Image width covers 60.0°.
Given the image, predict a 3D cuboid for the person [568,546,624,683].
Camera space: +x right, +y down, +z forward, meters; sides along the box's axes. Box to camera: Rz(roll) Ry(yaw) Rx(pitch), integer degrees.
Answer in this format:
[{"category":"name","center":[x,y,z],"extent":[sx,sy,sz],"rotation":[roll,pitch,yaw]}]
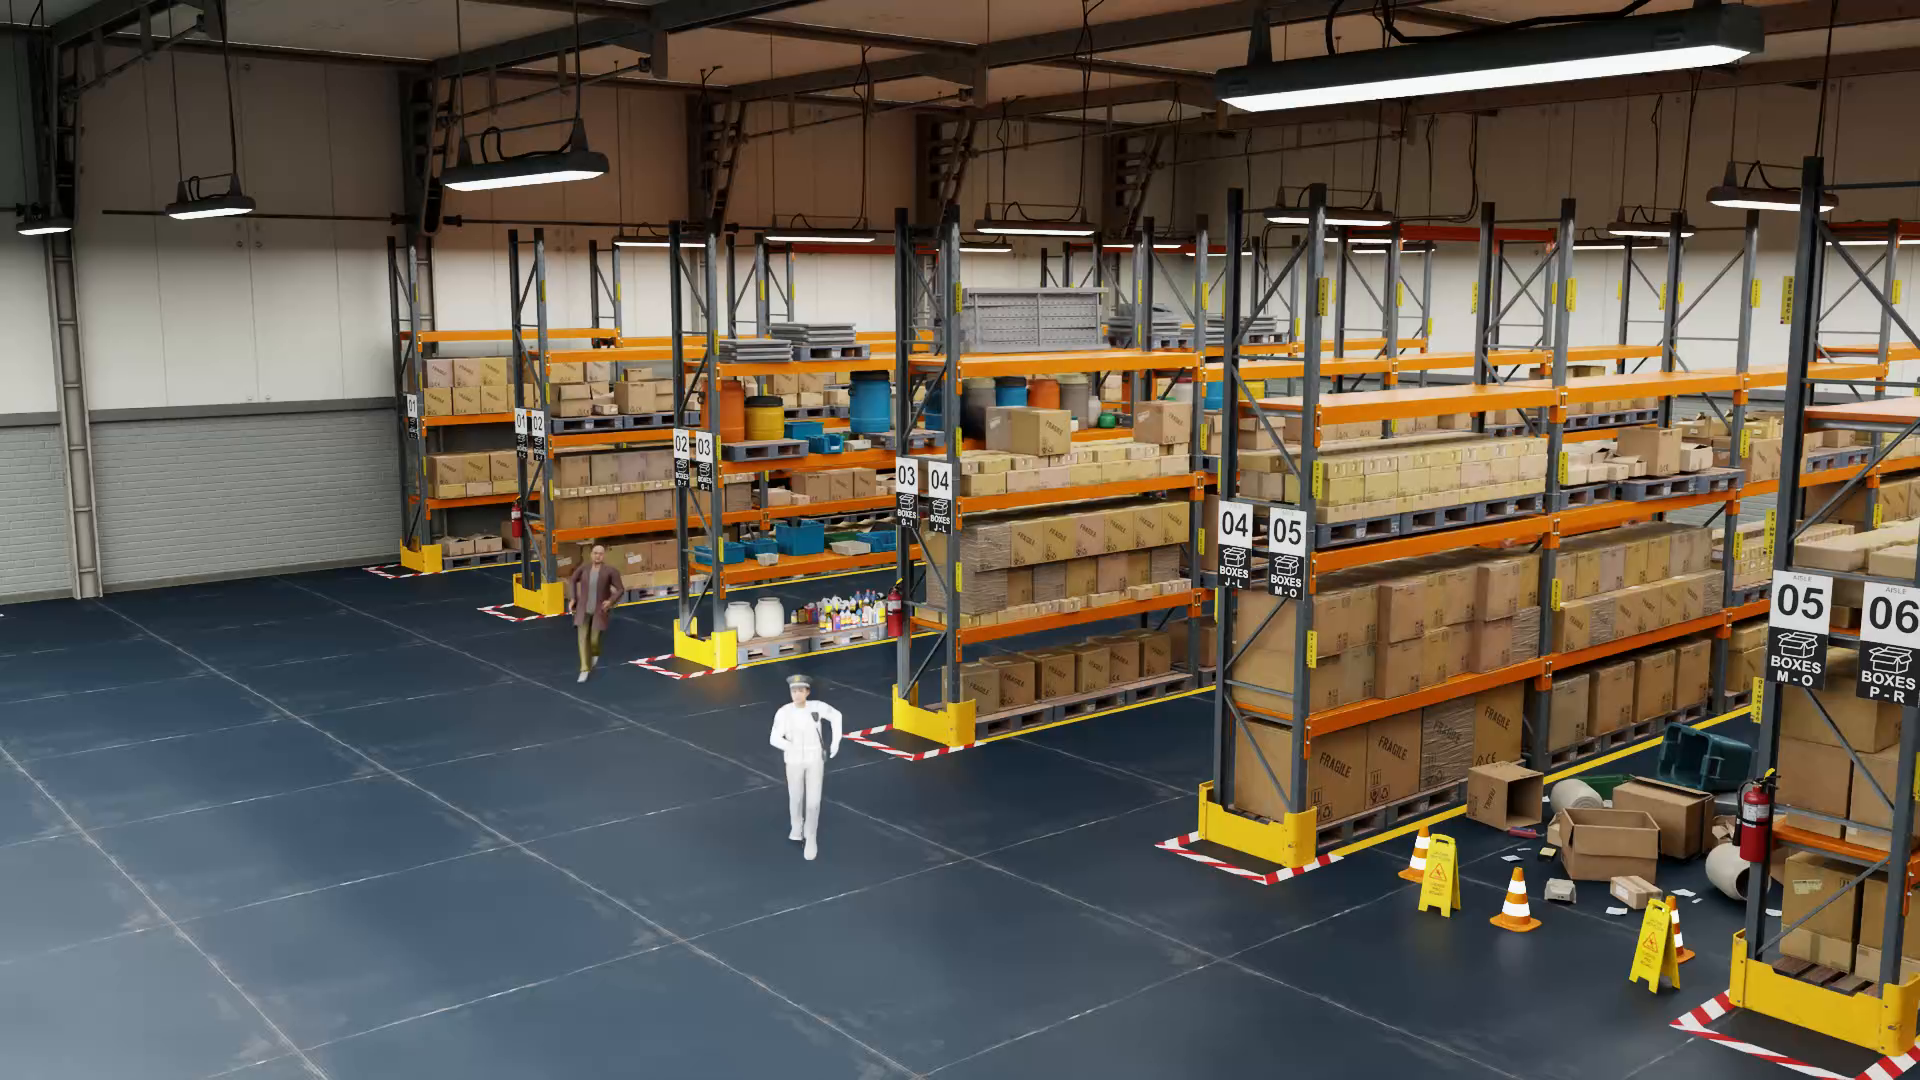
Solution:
[{"category":"person","center":[-4.830,0.953,21.999],"extent":[0.768,1.756,0.796],"rotation":[0,9,2]}]

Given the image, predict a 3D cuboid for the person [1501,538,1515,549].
[{"category":"person","center":[7.572,0.775,23.187],"extent":[0.647,1.717,0.642],"rotation":[-8,12,-44]}]

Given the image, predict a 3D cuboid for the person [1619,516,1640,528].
[{"category":"person","center":[10.342,0.354,25.621],"extent":[0.844,1.786,0.659],"rotation":[-7,11,-38]}]

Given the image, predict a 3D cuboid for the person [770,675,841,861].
[{"category":"person","center":[-1.394,2.030,15.091],"extent":[0.622,1.702,0.852],"rotation":[0,9,0]}]
